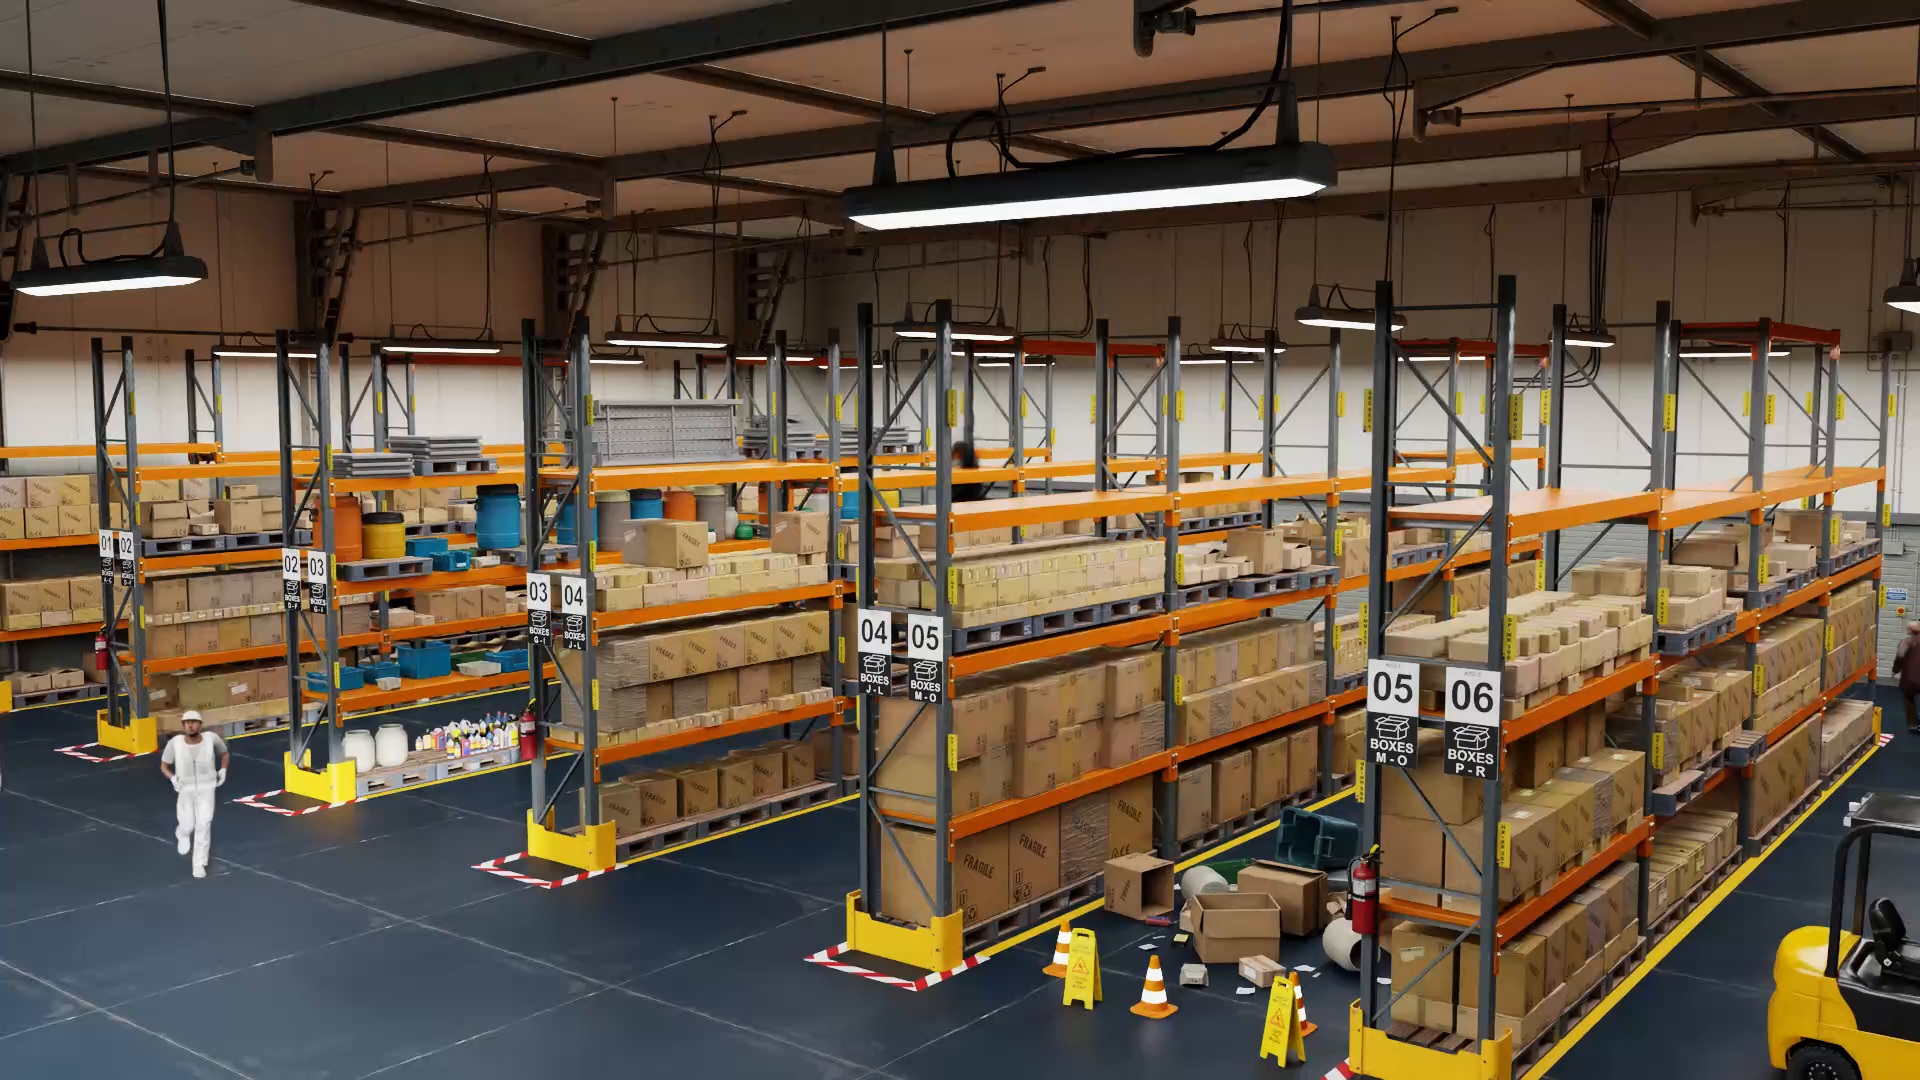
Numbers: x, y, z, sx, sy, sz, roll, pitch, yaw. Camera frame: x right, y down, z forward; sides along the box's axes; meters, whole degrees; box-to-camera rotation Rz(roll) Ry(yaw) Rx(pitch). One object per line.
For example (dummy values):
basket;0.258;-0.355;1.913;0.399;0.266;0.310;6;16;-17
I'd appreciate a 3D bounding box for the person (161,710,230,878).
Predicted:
person;-8.324;2.720;18.133;0.689;1.775;0.856;-2;5;-24

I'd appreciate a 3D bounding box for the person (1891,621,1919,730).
person;14.495;2.087;25.278;0.764;1.745;0.980;1;5;8

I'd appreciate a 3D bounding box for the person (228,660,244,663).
person;-11.903;1.947;27.393;0.630;1.652;0.949;4;6;36
